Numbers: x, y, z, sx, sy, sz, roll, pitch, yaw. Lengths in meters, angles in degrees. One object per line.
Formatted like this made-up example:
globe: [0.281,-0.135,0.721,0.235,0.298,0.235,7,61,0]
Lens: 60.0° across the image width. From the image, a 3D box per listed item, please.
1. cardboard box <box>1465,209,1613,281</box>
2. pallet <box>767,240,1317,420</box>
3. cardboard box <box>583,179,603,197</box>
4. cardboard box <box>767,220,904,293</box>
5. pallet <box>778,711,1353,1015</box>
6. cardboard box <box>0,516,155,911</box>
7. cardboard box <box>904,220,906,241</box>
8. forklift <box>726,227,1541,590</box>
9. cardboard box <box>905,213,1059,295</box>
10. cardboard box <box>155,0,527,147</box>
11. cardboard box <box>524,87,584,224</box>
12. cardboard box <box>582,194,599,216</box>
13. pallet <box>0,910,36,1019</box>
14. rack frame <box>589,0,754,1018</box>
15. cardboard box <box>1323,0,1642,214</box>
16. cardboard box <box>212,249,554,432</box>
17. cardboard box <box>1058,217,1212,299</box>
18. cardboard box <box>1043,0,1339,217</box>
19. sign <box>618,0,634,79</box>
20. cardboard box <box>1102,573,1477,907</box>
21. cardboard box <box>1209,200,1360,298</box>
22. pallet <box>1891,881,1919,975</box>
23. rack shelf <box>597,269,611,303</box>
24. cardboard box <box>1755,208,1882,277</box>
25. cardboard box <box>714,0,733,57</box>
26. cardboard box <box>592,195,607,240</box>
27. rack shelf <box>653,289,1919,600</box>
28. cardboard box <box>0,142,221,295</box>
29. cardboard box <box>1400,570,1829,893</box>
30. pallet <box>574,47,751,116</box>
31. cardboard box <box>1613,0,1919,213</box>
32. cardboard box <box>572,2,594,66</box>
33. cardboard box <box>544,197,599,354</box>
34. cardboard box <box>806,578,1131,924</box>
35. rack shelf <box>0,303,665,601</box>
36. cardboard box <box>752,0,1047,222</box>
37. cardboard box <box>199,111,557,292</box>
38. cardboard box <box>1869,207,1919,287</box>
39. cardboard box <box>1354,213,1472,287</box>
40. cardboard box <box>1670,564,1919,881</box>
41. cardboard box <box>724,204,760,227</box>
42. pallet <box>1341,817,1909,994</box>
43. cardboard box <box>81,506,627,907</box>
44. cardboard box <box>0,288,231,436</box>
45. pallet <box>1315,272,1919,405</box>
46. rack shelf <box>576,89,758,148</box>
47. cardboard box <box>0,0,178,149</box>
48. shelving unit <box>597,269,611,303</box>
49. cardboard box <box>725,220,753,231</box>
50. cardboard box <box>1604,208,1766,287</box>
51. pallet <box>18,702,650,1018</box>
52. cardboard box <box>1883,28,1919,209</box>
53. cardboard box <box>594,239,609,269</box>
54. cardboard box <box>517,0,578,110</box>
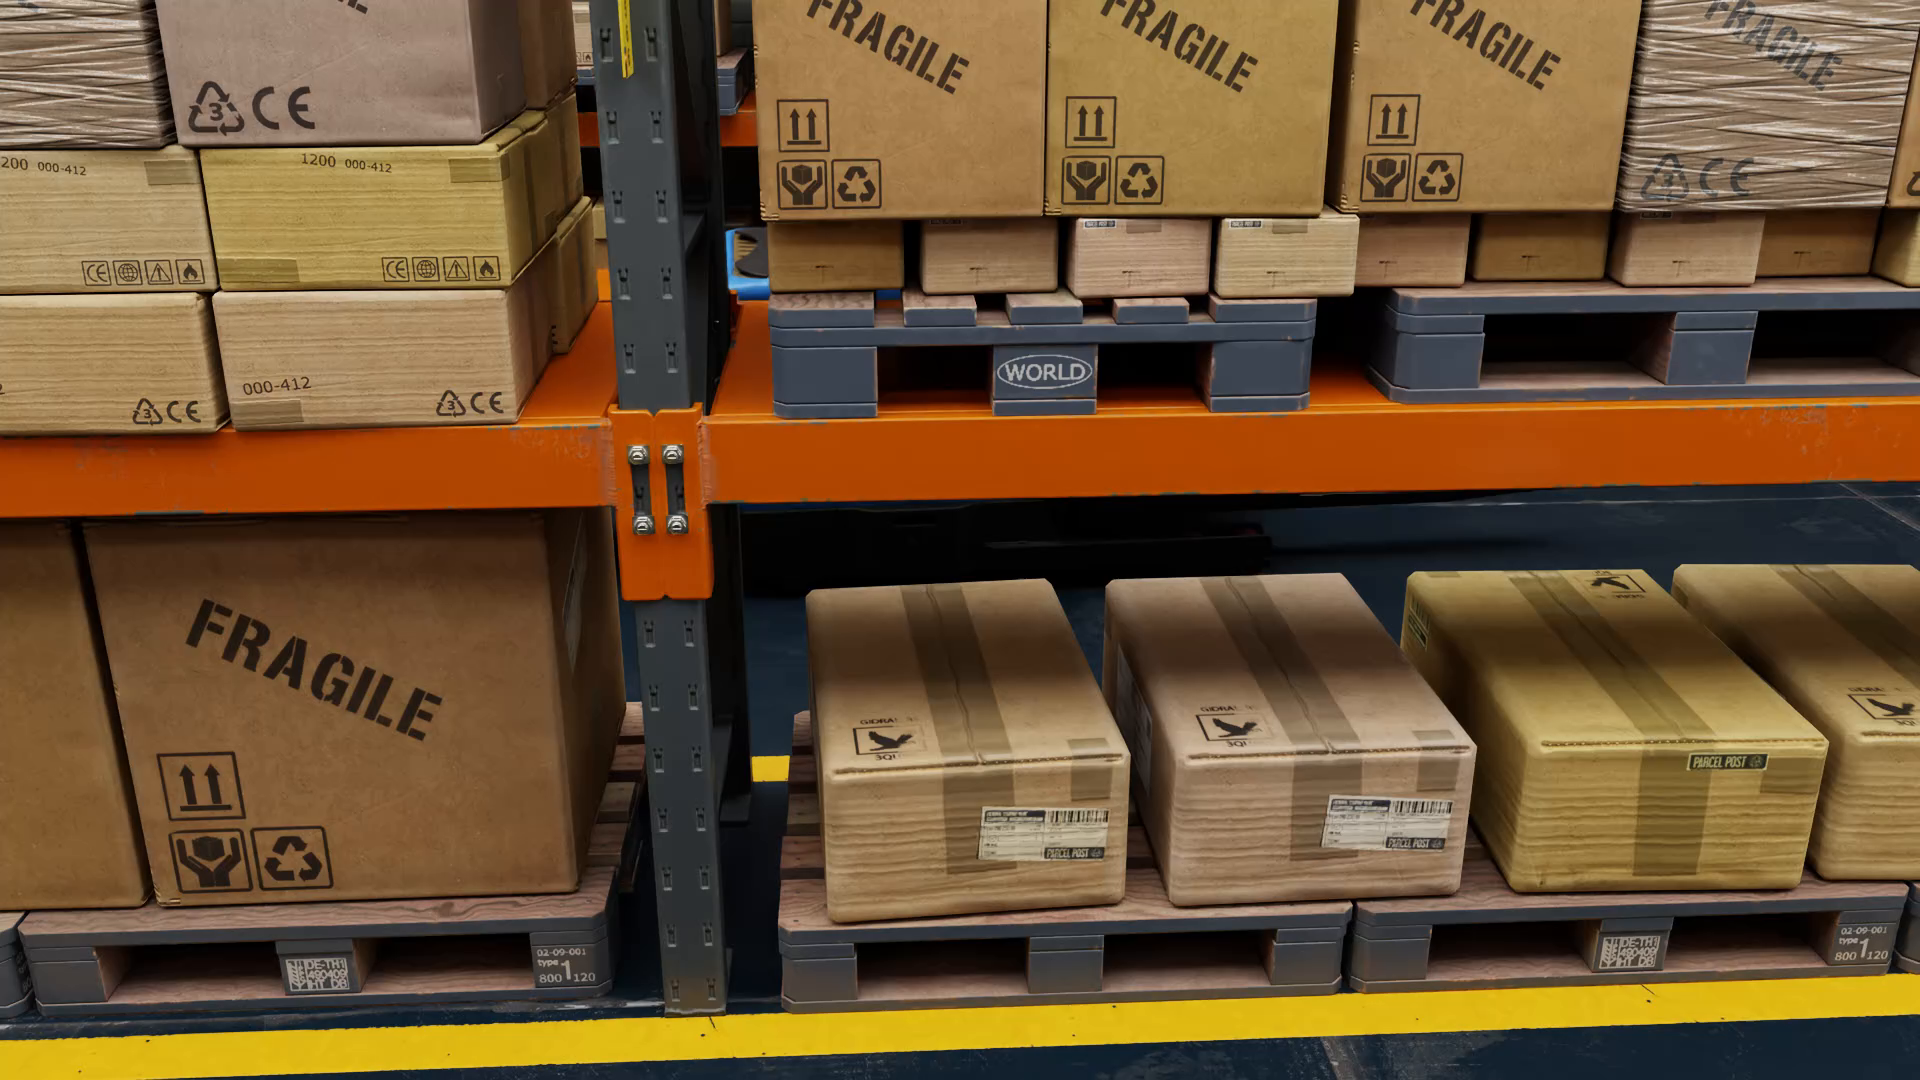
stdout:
cardboard box: [1.103,-0.631,3.324,0.250,0.149,0.380,0,21,-1]
pallet: [0.121,-0.540,3.594,1.003,0.211,1.213,-1,21,-3]
cardboard box: [-1.920,-1.743,8.494,0.250,0.149,0.380,-1,21,-2]
cardboard box: [-0.249,-0.597,3.236,0.250,0.149,0.380,-2,21,-6]
pallet: [0.196,0.710,3.959,1.213,0.211,1.003,-1,21,-3]
cardboard box: [-2.169,0.220,3.723,0.875,0.875,0.875,-1,21,-2]
cardboard box: [-0.007,-0.778,3.711,0.250,0.149,0.380,-1,21,-2]
forklift: [0.651,-1.417,5.722,3.031,2.935,1.130,-3,21,-7]
cardboard box: [0.035,-0.591,3.220,0.250,0.149,0.380,-2,21,-6]
cardboard box: [-1.086,-0.988,2.955,0.500,0.500,0.500,-2,21,-5]
cardboard box: [-1.104,-0.819,3.564,0.500,0.250,0.500,-1,21,-3]
cardboard box: [-1.886,-1.566,8.029,0.250,0.149,0.380,-2,21,-5]
pallet: [-2.591,0.738,3.885,1.213,0.211,1.003,-1,21,-3]
rack frame: [-0.584,-0.578,3.422,0.127,3.000,1.000,-1,21,-3]
cardboard box: [0.928,-0.913,3.154,0.500,0.500,0.500,-1,21,-2]
cardboard box: [-1.074,-0.405,3.180,0.500,0.250,0.500,-2,21,-5]
cardboard box: [0.311,-0.580,3.192,0.250,0.149,0.380,-3,21,-7]
cardboard box: [0.398,-0.900,3.120,0.500,0.500,0.500,0,21,0]
sign: [-0.549,-0.922,2.699,0.005,0.325,0.100,-1,21,-3]
cardboard box: [0.717,0.428,3.883,0.625,0.372,0.950,-2,21,-4]
cardboard box: [0.587,-0.578,3.187,0.250,0.149,0.380,-1,21,-3]
pallet: [2.632,0.661,4.089,1.213,0.211,1.003,-1,21,-3]
rack shelf: [-1.408,-0.758,5.709,1.000,0.278,0.538,-1,21,-4]
cardboard box: [1.623,-0.645,3.362,0.250,0.149,0.380,-2,21,-5]
cardboard box: [-1.394,-2.629,8.079,0.500,0.500,0.500,0,21,-1]
cardboard box: [-1.621,-1.555,8.002,0.250,0.149,0.380,-2,21,-6]
rack shelf: [1.412,-0.282,3.657,4.000,0.370,1.077,-1,21,-3]
cardboard box: [-1.565,-0.629,3.066,0.500,0.250,0.500,-2,21,-4]
cardboard box: [1.474,0.415,3.918,0.625,0.372,0.950,0,21,-1]
pallet: [-1.544,-2.212,7.986,1.003,0.211,1.213,-1,21,-3]
cardboard box: [1.428,-0.920,3.173,0.500,0.500,0.500,-2,21,-5]
cardboard box: [-1.906,-2.331,7.647,0.500,0.250,0.500,-2,21,-6]
cardboard box: [-1.087,-0.587,3.658,0.500,0.250,0.500,-2,21,-4]
cardboard box: [-0.020,0.446,3.836,0.625,0.372,0.950,-3,21,-7]
rack shelf: [-2.581,-0.201,3.444,4.000,0.370,1.077,-1,21,-3]
cardboard box: [-0.122,-0.887,3.085,0.500,0.500,0.500,-2,21,-5]
cardboard box: [-1.053,-0.641,3.097,0.500,0.250,0.500,-1,21,-3]
cardboard box: [1.892,-0.614,3.280,0.250,0.149,0.380,-1,21,-3]
cardboard box: [0.823,-0.611,3.273,0.250,0.149,0.380,0,21,0]
cardboard box: [2.168,0.400,3.957,0.625,0.372,0.950,0,21,0]
cardboard box: [-1.308,-1.460,8.663,0.500,0.500,0.500,0,21,-1]
pallet: [1.411,0.686,4.021,1.213,0.211,1.003,-1,21,-3]
cardboard box: [-1.279,0.204,3.766,0.875,0.875,0.875,-1,21,-4]
cardboard box: [-1.583,-0.389,3.138,0.500,0.250,0.500,-1,21,-2]
pallet: [1.390,-0.543,3.600,1.213,0.211,1.003,-1,21,-3]
rack shelf: [-2.868,-1.964,8.075,4.000,0.370,1.077,-1,21,-3]
cardboard box: [-1.597,-0.975,2.920,0.500,0.500,0.500,-1,21,-2]
shelving unit: [-1.408,-0.485,5.813,1.048,1.125,0.538,-1,21,-4]
cardboard box: [-1.281,-1.284,8.200,0.500,0.500,0.500,-1,21,-1]
cardboard box: [1.367,-0.613,3.277,0.250,0.149,0.380,-1,21,-1]
pallet: [-1.376,0.715,3.947,1.213,0.211,1.003,-1,21,-3]
cardboard box: [1.951,-0.931,3.202,0.500,0.500,0.500,0,21,-1]
cardboard box: [-1.781,-1.277,8.184,0.500,0.500,0.500,-1,21,-4]
cardboard box: [-1.091,-1.169,3.429,0.500,0.500,0.500,-2,21,-5]
